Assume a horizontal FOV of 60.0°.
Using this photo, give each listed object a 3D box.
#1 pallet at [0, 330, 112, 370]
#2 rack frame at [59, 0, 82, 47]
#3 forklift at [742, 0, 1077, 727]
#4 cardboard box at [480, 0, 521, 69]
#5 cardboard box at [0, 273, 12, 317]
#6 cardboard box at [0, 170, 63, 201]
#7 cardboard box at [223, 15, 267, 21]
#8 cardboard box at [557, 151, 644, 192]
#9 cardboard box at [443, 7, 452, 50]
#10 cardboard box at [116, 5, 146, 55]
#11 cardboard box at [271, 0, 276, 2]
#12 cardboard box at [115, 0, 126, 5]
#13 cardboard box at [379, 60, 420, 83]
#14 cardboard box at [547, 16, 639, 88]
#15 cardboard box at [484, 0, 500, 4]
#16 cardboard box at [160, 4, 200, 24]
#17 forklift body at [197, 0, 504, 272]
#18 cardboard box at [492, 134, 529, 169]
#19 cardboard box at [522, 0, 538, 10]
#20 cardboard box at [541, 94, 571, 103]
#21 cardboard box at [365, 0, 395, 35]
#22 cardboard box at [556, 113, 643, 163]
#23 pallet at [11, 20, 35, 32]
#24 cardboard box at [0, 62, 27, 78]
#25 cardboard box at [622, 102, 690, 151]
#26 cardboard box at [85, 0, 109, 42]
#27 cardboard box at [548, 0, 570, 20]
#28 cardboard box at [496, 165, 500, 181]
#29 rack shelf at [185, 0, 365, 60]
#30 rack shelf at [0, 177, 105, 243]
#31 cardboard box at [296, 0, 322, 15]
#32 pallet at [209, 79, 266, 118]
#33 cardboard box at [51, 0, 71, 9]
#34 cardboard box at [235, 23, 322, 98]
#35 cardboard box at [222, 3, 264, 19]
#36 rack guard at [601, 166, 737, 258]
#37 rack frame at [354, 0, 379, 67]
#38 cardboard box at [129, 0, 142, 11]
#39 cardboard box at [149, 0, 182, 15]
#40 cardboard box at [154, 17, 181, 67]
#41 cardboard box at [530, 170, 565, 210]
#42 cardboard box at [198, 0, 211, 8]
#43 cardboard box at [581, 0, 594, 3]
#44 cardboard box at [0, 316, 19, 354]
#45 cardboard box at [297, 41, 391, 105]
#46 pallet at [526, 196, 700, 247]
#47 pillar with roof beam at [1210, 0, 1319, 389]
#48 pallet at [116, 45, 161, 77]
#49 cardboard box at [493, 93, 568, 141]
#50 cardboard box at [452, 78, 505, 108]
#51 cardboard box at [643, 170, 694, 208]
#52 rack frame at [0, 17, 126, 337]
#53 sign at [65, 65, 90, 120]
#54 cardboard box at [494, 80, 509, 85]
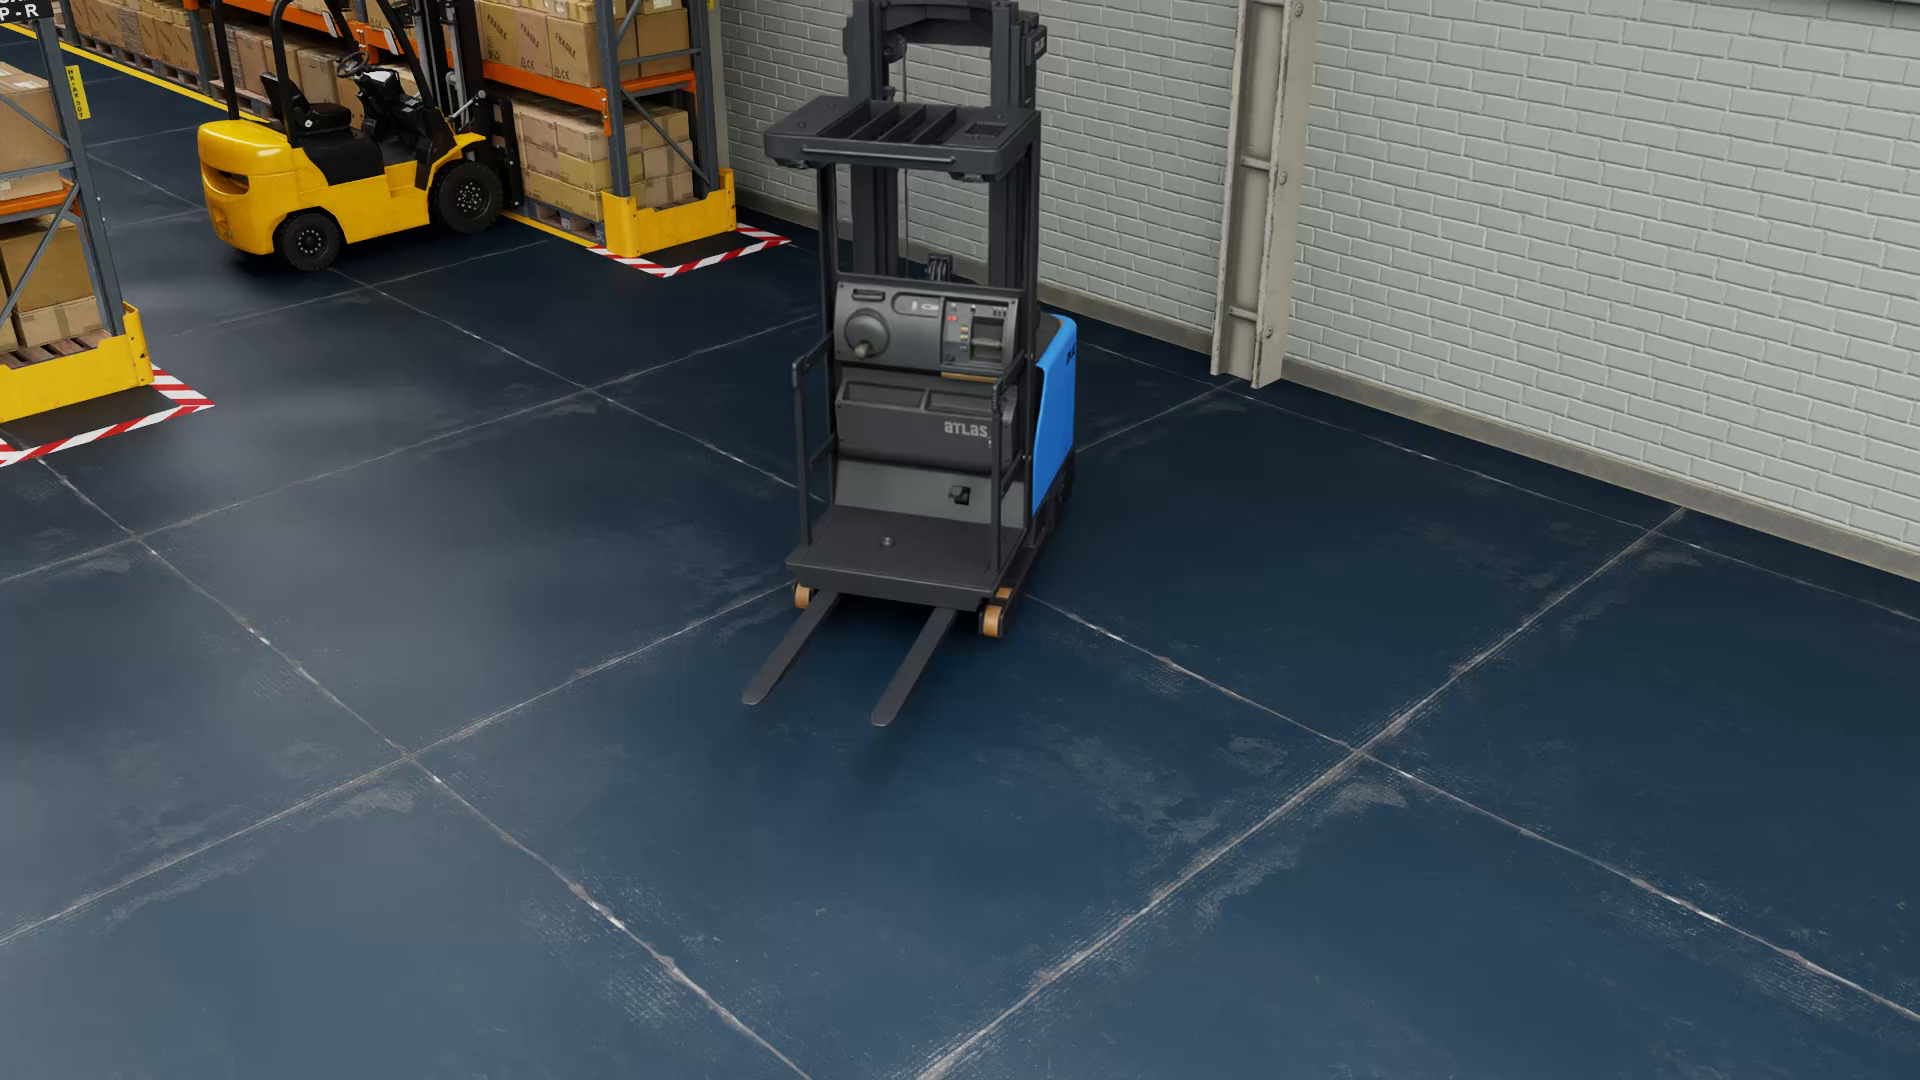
[{"bbox_3d":[-6.536,-1.310,11.514,1.213,0.211,1.003,25,36,38],"label":"pallet"},{"bbox_3d":[-11.007,-7.806,20.873,0.127,3.000,1.000,25,36,38],"label":"rack frame"},{"bbox_3d":[-0.229,-1.011,8.023,1.130,2.935,3.031,8,29,14],"label":"forklift"},{"bbox_3d":[-3.714,-4.348,14.189,0.500,0.500,0.500,24,36,37],"label":"cardboard box"},{"bbox_3d":[-6.681,-1.718,10.992,0.500,0.500,0.500,25,37,39],"label":"cardboard box"},{"bbox_3d":[-6.024,-2.311,10.692,0.250,0.149,0.380,25,37,39],"label":"cardboard box"},{"bbox_3d":[-8.258,-5.811,19.314,0.500,0.500,0.500,-24,36,-37],"label":"cardboard box"},{"bbox_3d":[-3.016,-3.136,13.957,0.500,0.250,0.500,24,36,38],"label":"cardboard box"},{"bbox_3d":[-4.424,-4.680,14.819,0.500,0.500,0.500,24,36,38],"label":"cardboard box"},{"bbox_3d":[-9.715,-6.147,19.953,0.500,0.500,0.500,23,35,37],"label":"cardboard box"},{"bbox_3d":[-6.913,-5.708,17.043,0.500,0.250,0.500,-24,36,-38],"label":"cardboard box"},{"bbox_3d":[-9.962,-6.562,20.045,0.380,0.149,0.250,-24,36,-37],"label":"cardboard box"},{"bbox_3d":[-5.177,-4.346,15.720,0.500,0.250,0.500,24,36,38],"label":"cardboard box"},{"bbox_3d":[-2.985,-4.009,13.543,0.500,0.500,0.500,24,36,37],"label":"cardboard box"},{"bbox_3d":[-3.825,-4.653,14.071,0.250,0.149,0.380,25,37,39],"label":"cardboard box"},{"bbox_3d":[-8.901,-6.024,19.021,0.250,0.149,0.380,22,35,36],"label":"cardboard box"},{"bbox_3d":[-5.081,-3.529,13.650,1.214,2.155,2.313,25,36,38],"label":"forklift body"},{"bbox_3d":[-3.749,-3.465,14.583,0.500,0.250,0.500,24,36,37],"label":"cardboard box"},{"bbox_3d":[-3.407,-4.506,13.791,0.250,0.149,0.380,24,36,38],"label":"cardboard box"},{"bbox_3d":[-3.368,-3.851,14.779,0.500,0.250,0.500,24,36,38],"label":"cardboard box"},{"bbox_3d":[-5.169,-5.009,15.446,0.500,0.500,0.500,23,36,37],"label":"cardboard box"},{"bbox_3d":[-2.997,-3.349,13.825,0.500,0.250,0.500,-24,36,-38],"label":"cardboard box"},{"bbox_3d":[-12.370,-7.195,22.706,1.213,0.211,1.003,25,36,38],"label":"pallet"},{"bbox_3d":[-6.442,-2.833,10.988,0.500,0.500,0.500,-24,36,-38],"label":"cardboard box"},{"bbox_3d":[-2.660,-3.522,14.154,0.500,0.250,0.500,24,36,38],"label":"cardboard box"},{"bbox_3d":[-10.433,-6.483,20.591,0.500,0.500,0.500,24,36,38],"label":"cardboard box"},{"bbox_3d":[-3.097,-4.316,13.431,0.380,0.149,0.250,-25,36,-38],"label":"cardboard box"},{"bbox_3d":[-4.091,-3.402,15.000,0.500,0.250,0.500,-24,36,-38],"label":"cardboard box"},{"bbox_3d":[-6.728,-5.530,17.317,4.000,0.370,1.077,25,36,38],"label":"rack shelf"},{"bbox_3d":[-7.353,-2.577,11.700,4.000,0.370,1.077,25,36,38],"label":"rack shelf"},{"bbox_3d":[-6.207,-5.370,16.400,0.500,0.250,0.500,24,36,38],"label":"cardboard box"},{"bbox_3d":[-7.595,-4.986,18.505,1.213,0.211,1.003,25,36,38],"label":"pallet"},{"bbox_3d":[-11.864,-6.983,21.794,0.396,0.266,0.258,-24,36,-37],"label":"cardboard box"},{"bbox_3d":[-7.248,-5.217,18.050,0.875,0.625,0.625,-24,36,-38],"label":"cardboard box"},{"bbox_3d":[-8.308,-6.142,19.244,0.380,0.149,0.250,-23,35,-37],"label":"cardboard box"},{"bbox_3d":[-2.433,-2.777,13.994,0.348,0.500,1.175,25,36,38],"label":"rack guard"},{"bbox_3d":[-5.302,-5.196,15.909,0.127,3.000,1.000,25,36,38],"label":"rack frame"},{"bbox_3d":[-9.610,-6.387,19.711,0.250,0.149,0.380,23,35,36],"label":"cardboard box"},{"bbox_3d":[-9.214,-6.226,19.404,0.380,0.149,0.250,-24,36,-38],"label":"cardboard box"},{"bbox_3d":[-8.956,-5.814,19.319,0.500,0.500,0.500,24,36,38],"label":"cardboard box"},{"bbox_3d":[-3.354,-3.074,14.376,0.500,0.250,0.500,25,36,38],"label":"cardboard box"},{"bbox_3d":[-8.712,-6.292,19.530,0.380,0.149,0.250,-25,37,-39],"label":"cardboard box"},{"bbox_3d":[-2.853,-4.401,13.273,0.250,0.149,0.380,25,36,38],"label":"cardboard box"},{"bbox_3d":[-6.709,-1.394,11.181,0.500,0.250,0.500,24,36,38],"label":"cardboard box"},{"bbox_3d":[-6.230,-4.753,17.167,0.625,0.625,0.875,24,36,38],"label":"cardboard box"},{"bbox_3d":[-3.025,-2.892,14.524,1.213,0.211,1.003,25,36,38],"label":"pallet"},{"bbox_3d":[-1.054,-3.686,6.591,0.400,9.000,9.100,25,36,38],"label":"pillar with roof beam"},{"bbox_3d":[-9.526,-5.921,20.284,1.213,0.211,1.003,25,36,38],"label":"pallet"},{"bbox_3d":[-3.732,-3.675,14.445,0.500,0.250,0.500,-25,37,-39],"label":"cardboard box"},{"bbox_3d":[-4.457,-4.017,15.095,0.500,0.250,0.500,-24,36,-38],"label":"cardboard box"},{"bbox_3d":[-2.663,-3.085,14.397,0.500,0.250,0.500,25,37,39],"label":"cardboard box"},{"bbox_3d":[-5.927,-2.242,10.292,0.127,3.000,1.000,25,36,38],"label":"rack frame"},{"bbox_3d":[-5.547,-2.806,10.433,0.005,0.325,0.100,25,36,38],"label":"sign"},{"bbox_3d":[-4.093,-4.181,15.408,0.500,0.250,0.500,25,37,39],"label":"cardboard box"}]
